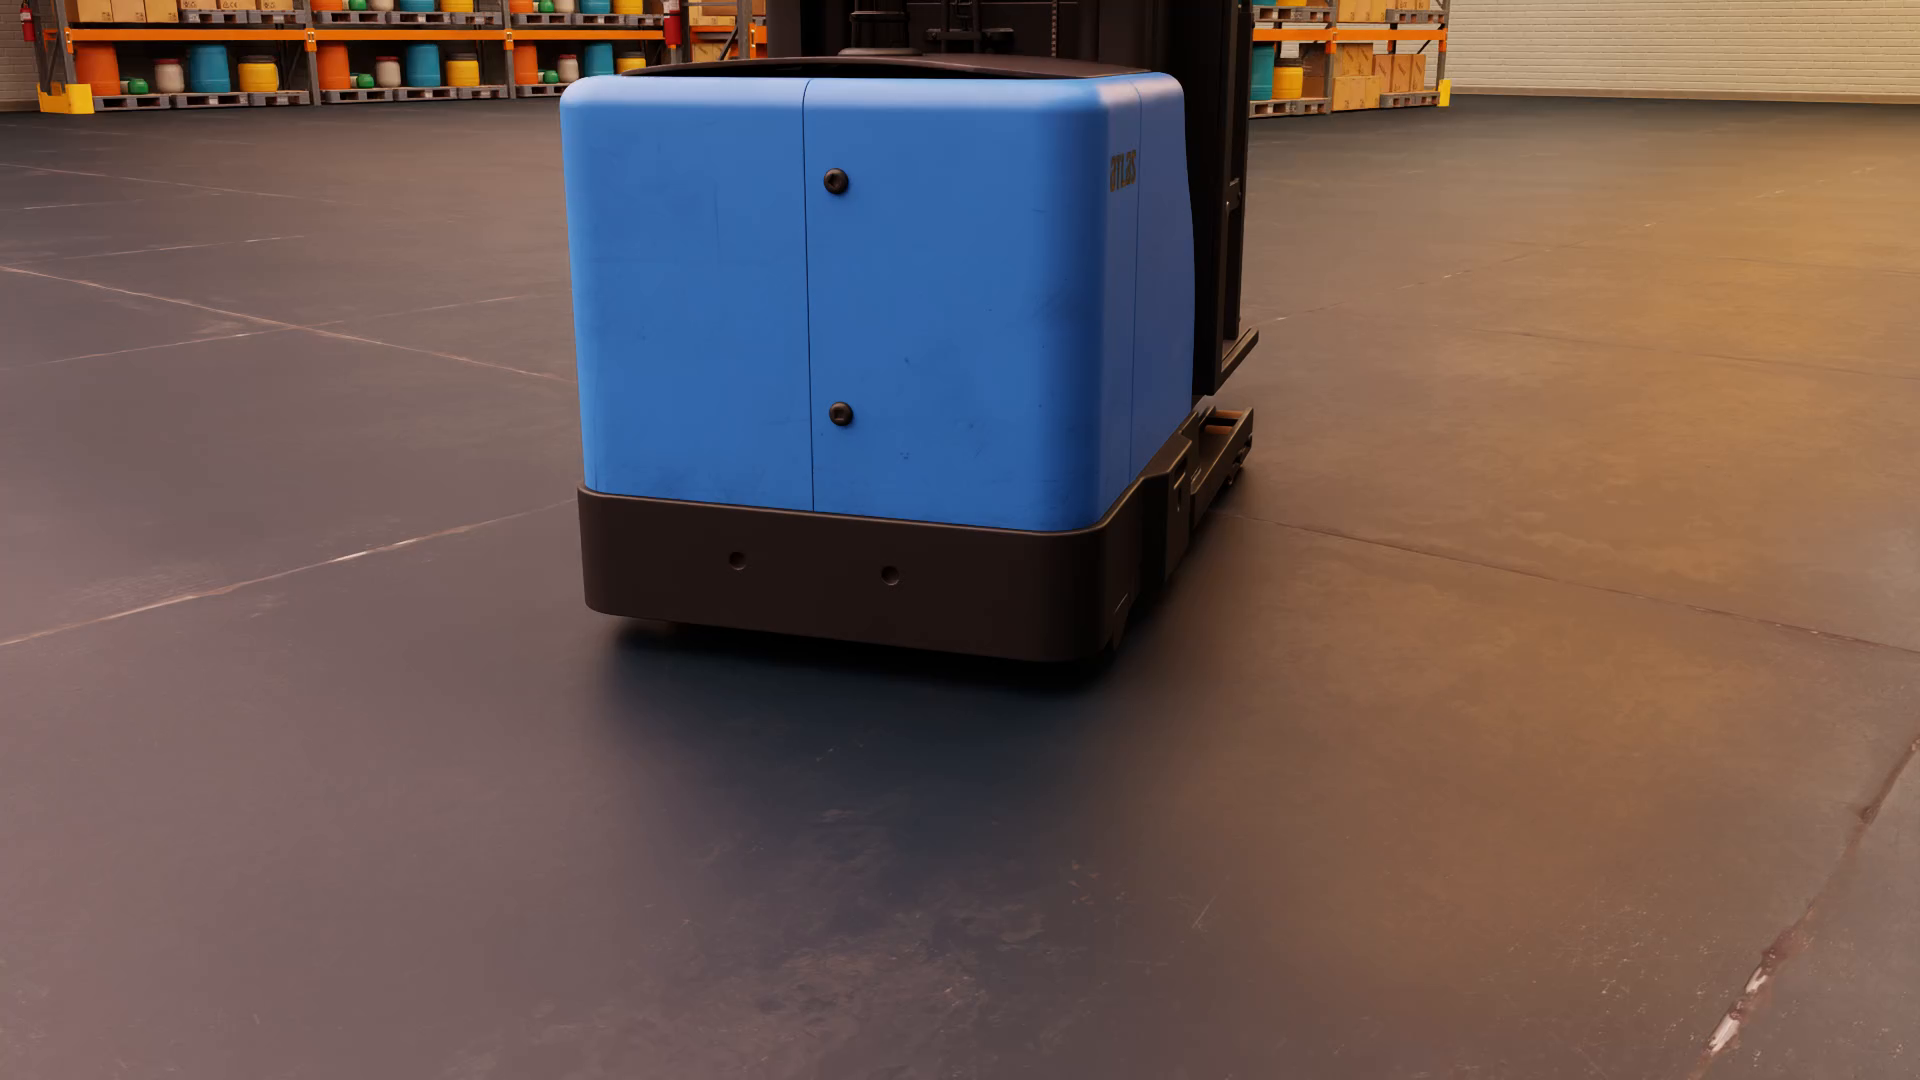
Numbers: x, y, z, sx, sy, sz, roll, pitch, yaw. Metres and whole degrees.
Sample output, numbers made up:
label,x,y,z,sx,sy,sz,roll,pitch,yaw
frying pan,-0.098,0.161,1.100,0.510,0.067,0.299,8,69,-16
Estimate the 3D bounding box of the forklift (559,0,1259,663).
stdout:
label,x,y,z,sx,sy,sz,roll,pitch,yaw
forklift,0.182,-1.571,4.072,1.130,2.935,3.031,5,18,17
